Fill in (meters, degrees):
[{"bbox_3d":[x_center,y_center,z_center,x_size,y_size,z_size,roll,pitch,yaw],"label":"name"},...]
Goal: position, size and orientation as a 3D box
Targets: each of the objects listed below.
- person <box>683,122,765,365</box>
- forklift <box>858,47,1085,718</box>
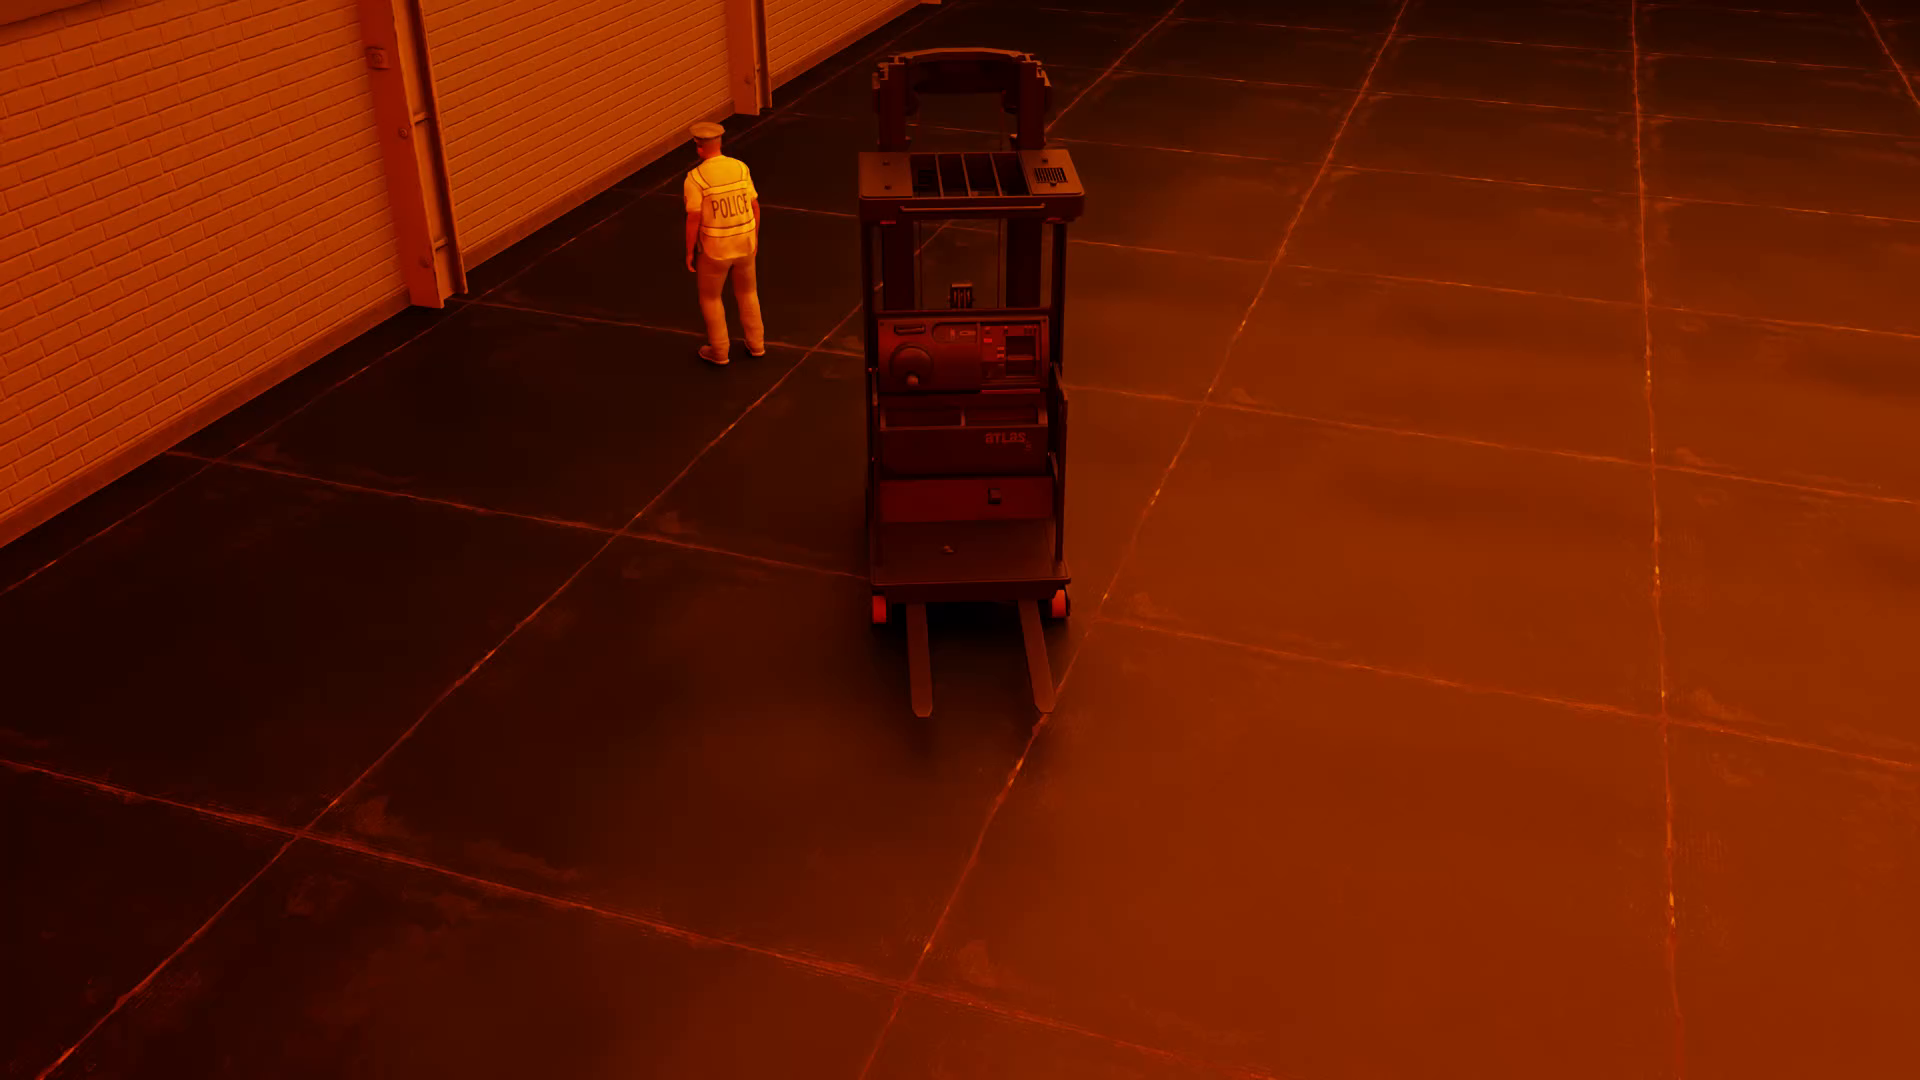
[{"bbox_3d":[-1.707,-2.128,12.063,0.605,1.747,0.443,-18,34,-29],"label":"person"},{"bbox_3d":[0.035,-0.972,8.842,1.130,2.935,3.031,-2,30,-3],"label":"forklift"}]
